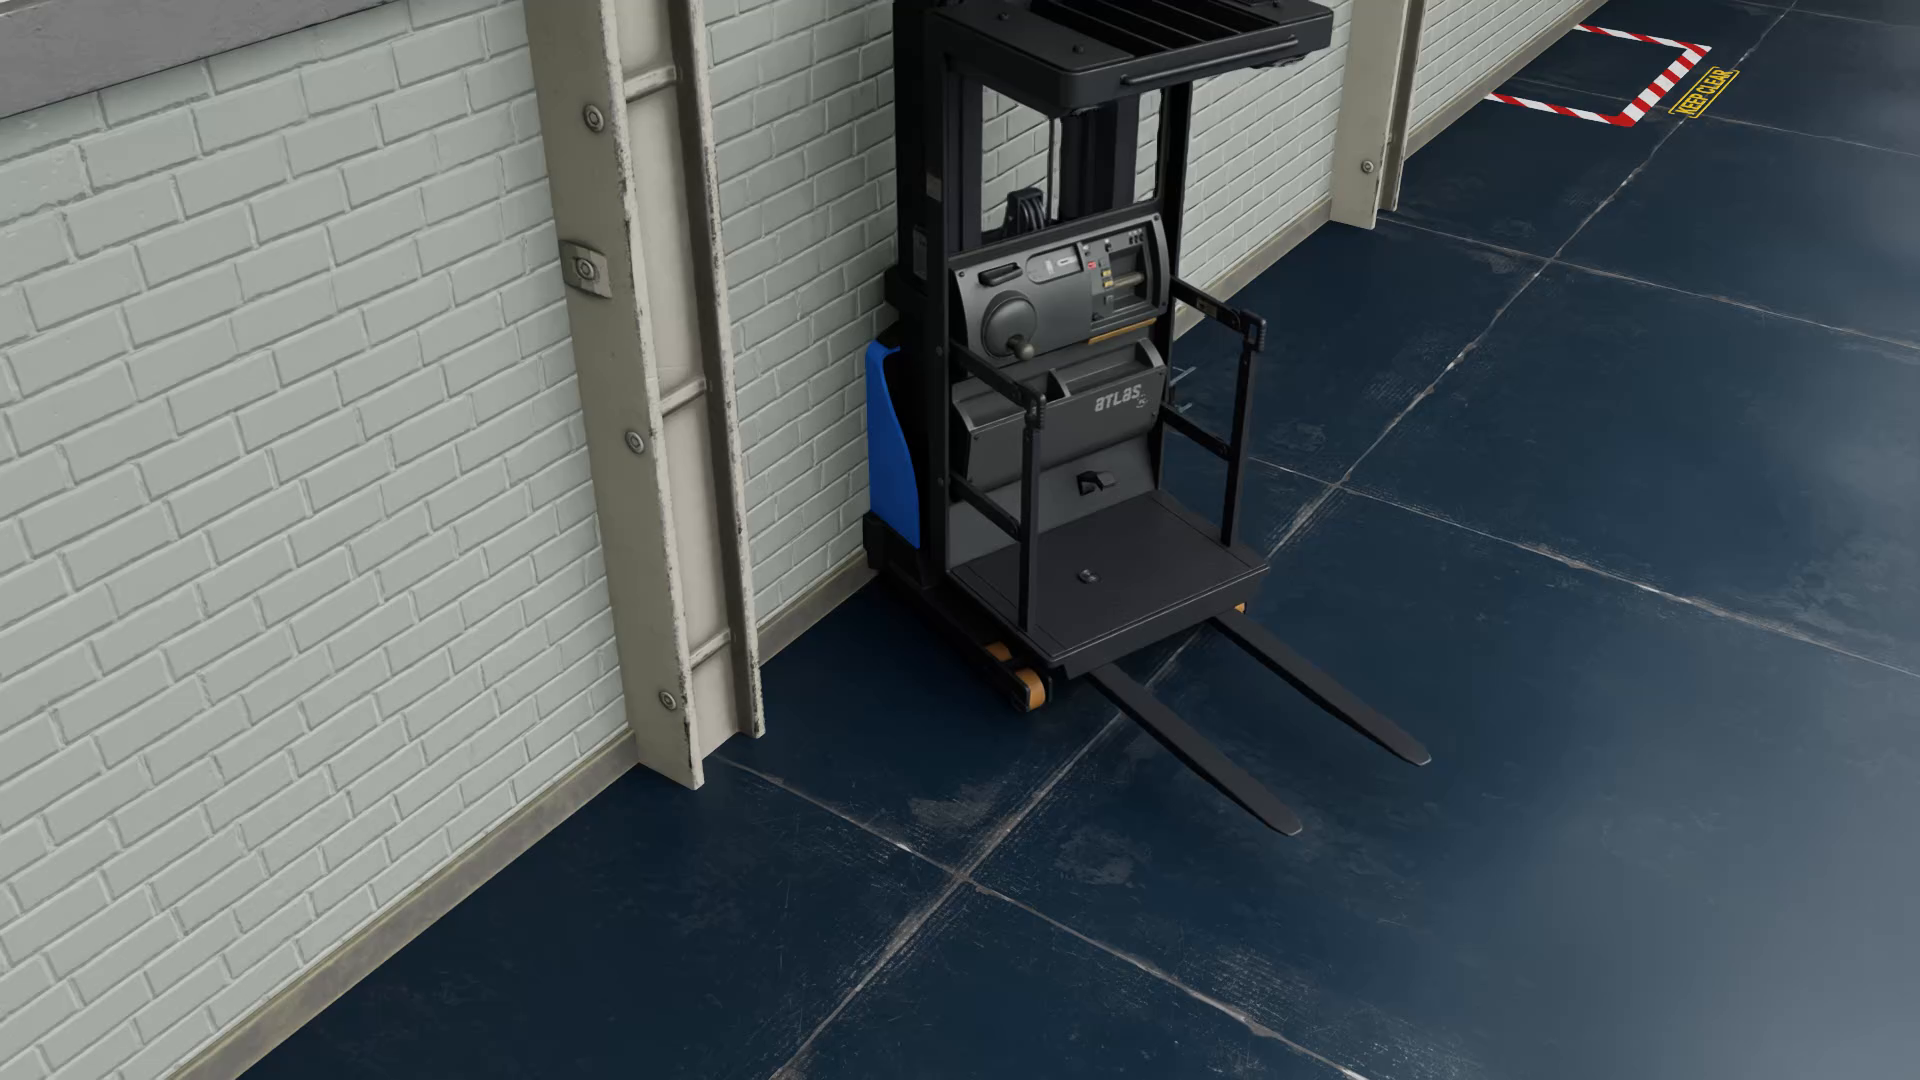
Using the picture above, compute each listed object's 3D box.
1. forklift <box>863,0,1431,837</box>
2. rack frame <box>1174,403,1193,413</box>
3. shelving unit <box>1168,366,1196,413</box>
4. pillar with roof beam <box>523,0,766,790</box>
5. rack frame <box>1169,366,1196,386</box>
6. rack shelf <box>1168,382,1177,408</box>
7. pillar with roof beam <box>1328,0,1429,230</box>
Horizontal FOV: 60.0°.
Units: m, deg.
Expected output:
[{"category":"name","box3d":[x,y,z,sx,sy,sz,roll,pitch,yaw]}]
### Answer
[{"category":"forklift","box3d":[0.504,-0.870,5.921,1.130,2.935,3.031,-21,39,-28]},{"category":"rack frame","box3d":[0.774,-0.520,8.007,0.240,0.006,0.900,25,41,32]},{"category":"shelving unit","box3d":[0.775,-0.605,7.950,0.258,0.210,0.900,25,41,32]},{"category":"pillar with roof beam","box3d":[2.577,-1.599,1.581,9.100,9.000,0.400,21,39,28]},{"category":"rack frame","box3d":[0.776,-0.690,7.894,0.240,0.006,0.900,25,41,32]},{"category":"rack shelf","box3d":[0.924,-0.706,8.104,0.258,0.200,0.077,25,41,32]},{"category":"pillar with roof beam","box3d":[5.998,-4.360,5.664,9.100,9.000,0.400,21,39,28]}]
